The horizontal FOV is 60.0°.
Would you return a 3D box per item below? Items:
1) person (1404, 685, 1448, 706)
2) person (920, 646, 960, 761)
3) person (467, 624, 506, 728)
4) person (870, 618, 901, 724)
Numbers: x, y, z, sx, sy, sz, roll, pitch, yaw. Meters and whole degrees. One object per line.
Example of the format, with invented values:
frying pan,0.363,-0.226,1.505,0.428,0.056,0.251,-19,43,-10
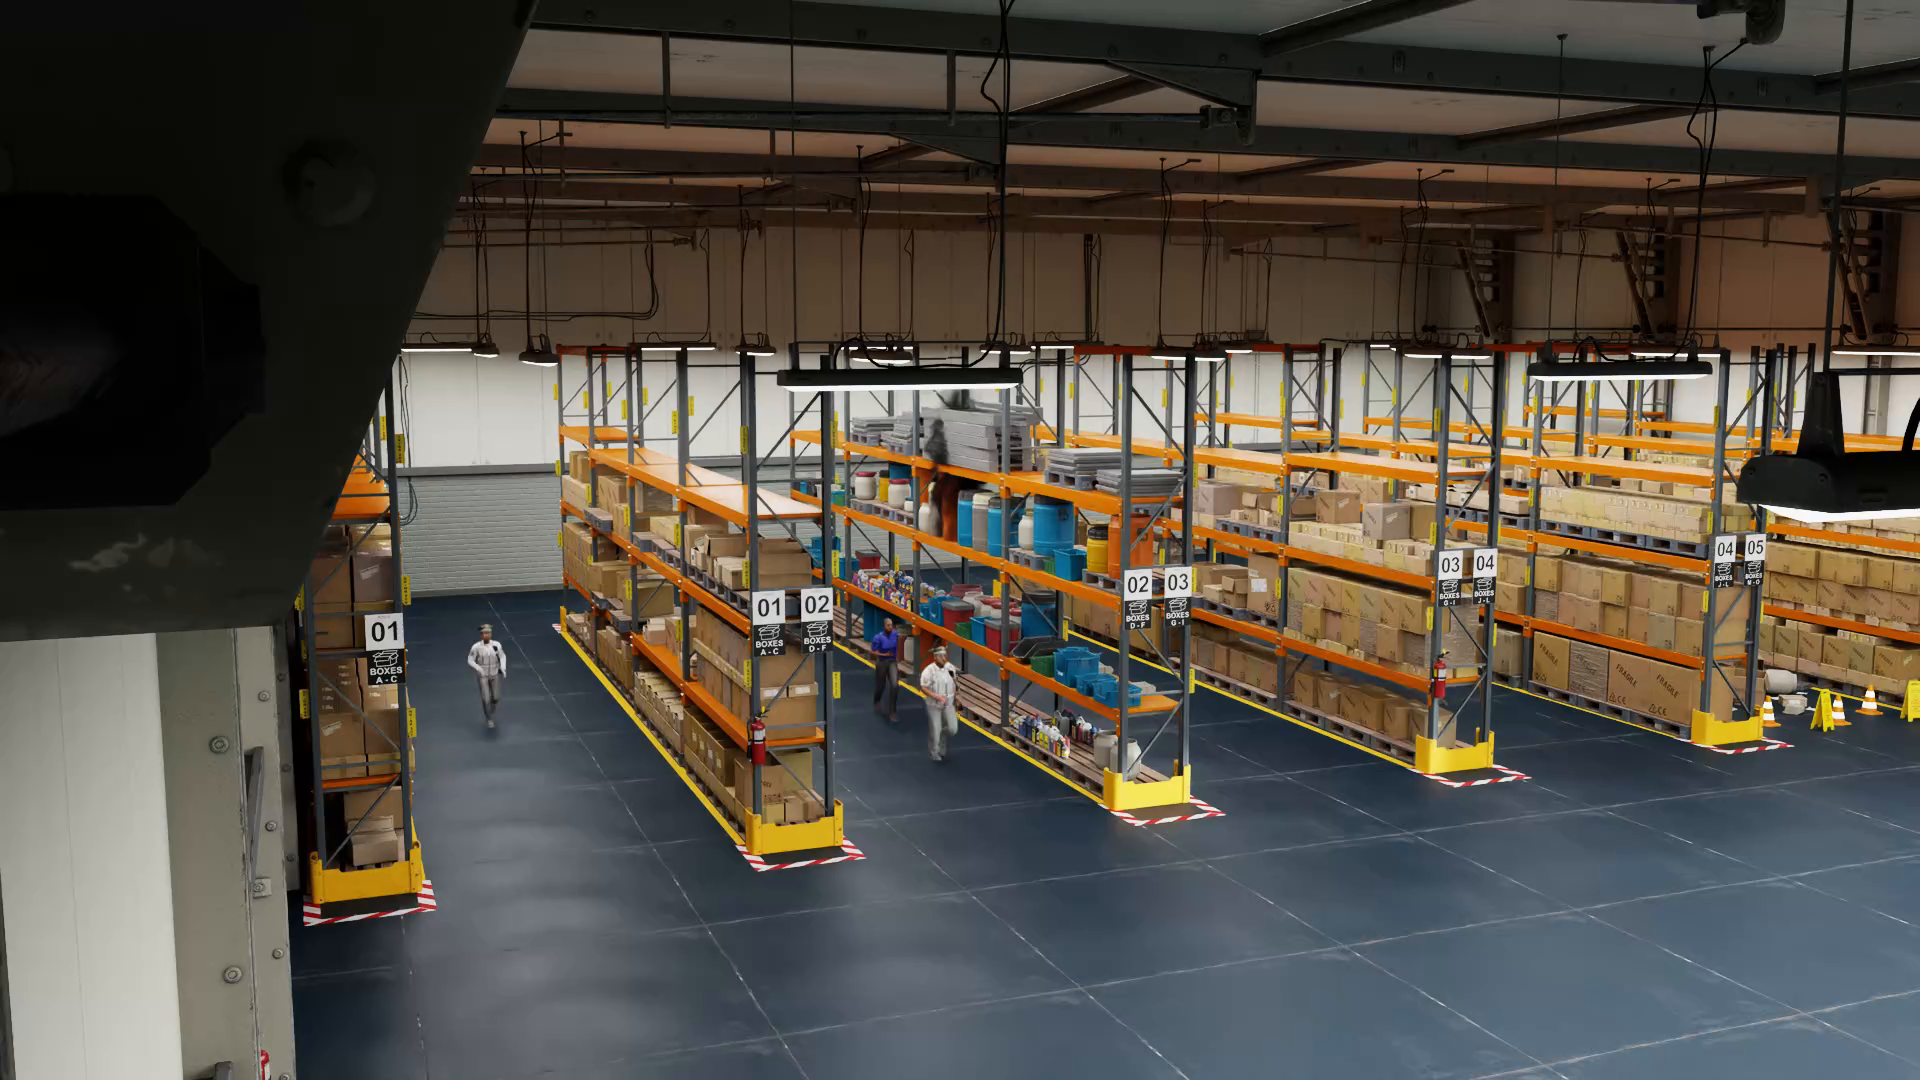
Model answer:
person,7.968,1.845,28.372,0.688,1.794,1.041,-4,8,-31
person,-0.261,2.390,24.302,0.646,1.729,0.671,-4,8,-27
person,-7.540,2.155,26.567,0.616,1.659,0.541,-3,8,-26
person,-1.203,2.090,27.073,0.600,1.693,0.878,-3,8,-25
